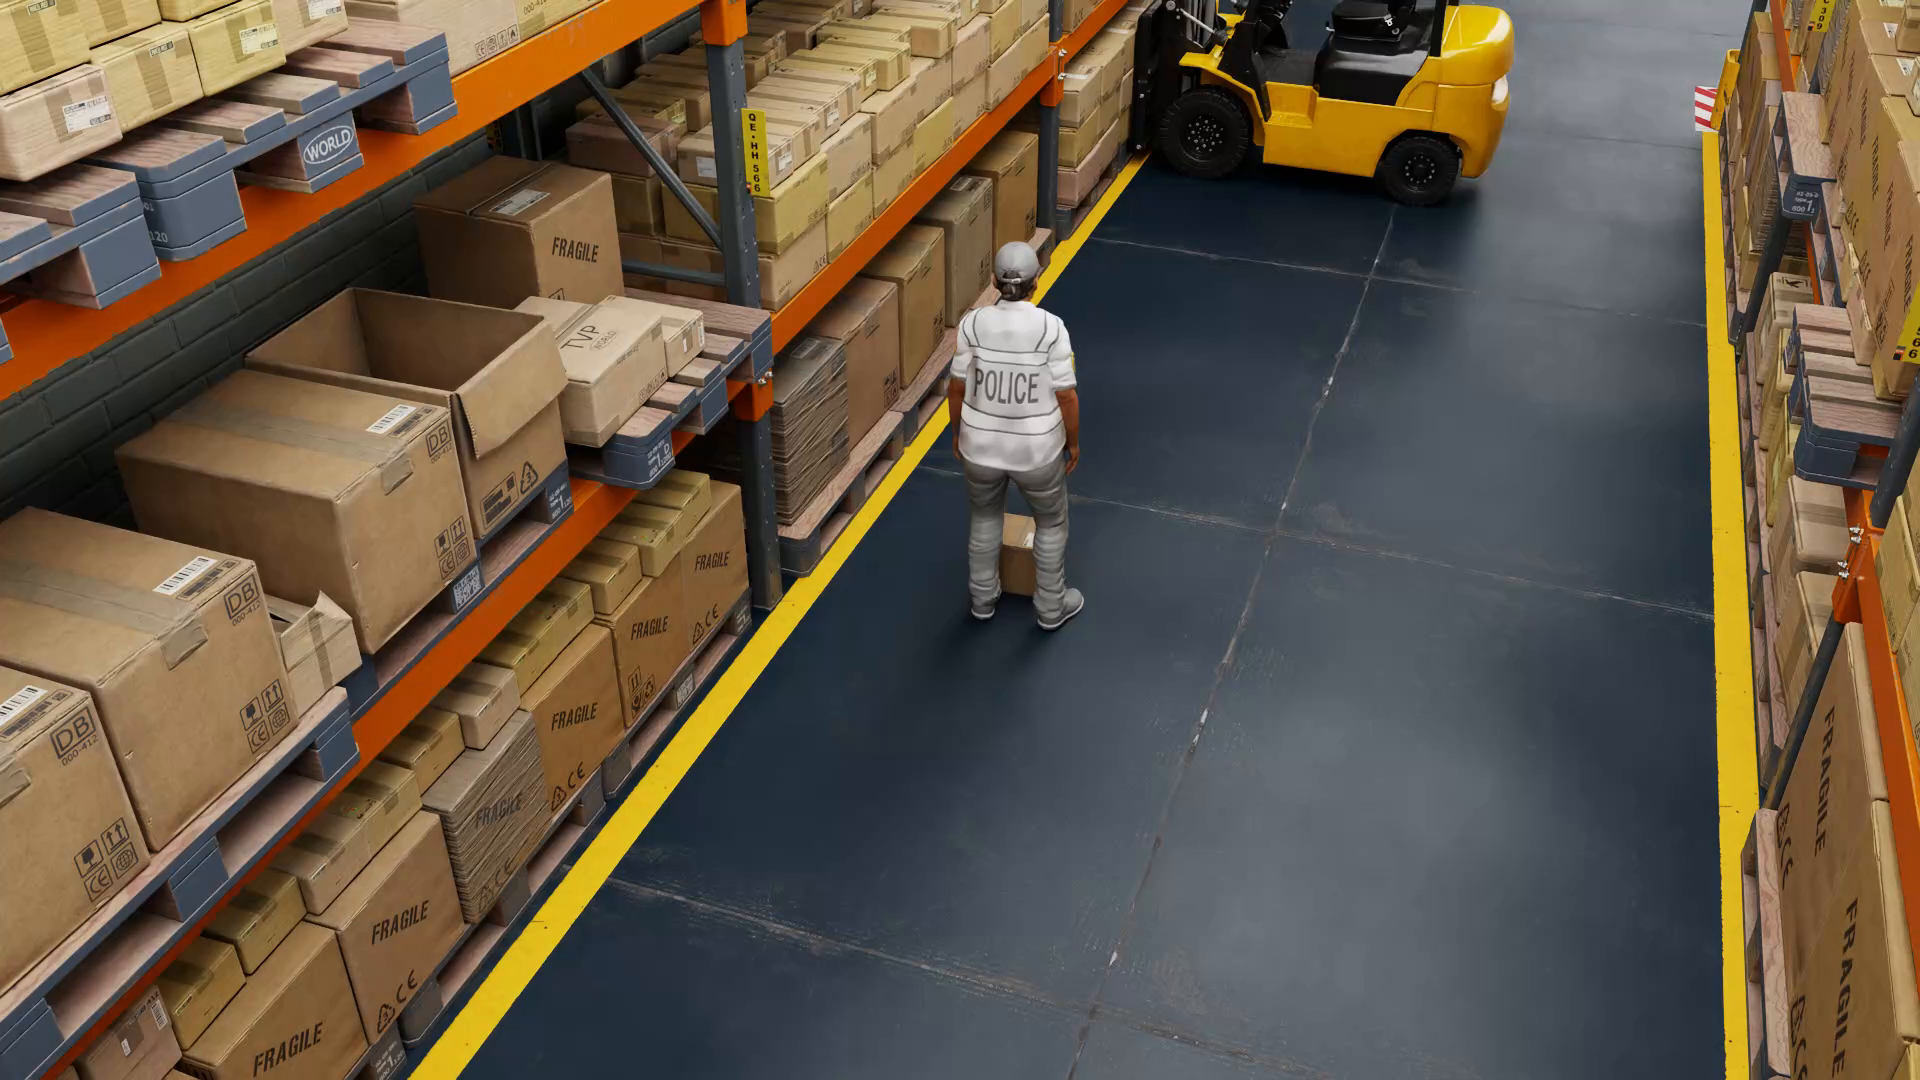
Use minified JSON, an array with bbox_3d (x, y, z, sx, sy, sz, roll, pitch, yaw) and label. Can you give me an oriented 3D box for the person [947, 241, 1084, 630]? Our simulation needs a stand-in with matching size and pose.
[{"bbox_3d":[0.238,-0.398,6.736,0.566,1.667,0.465,8,34,12],"label":"person"}]
